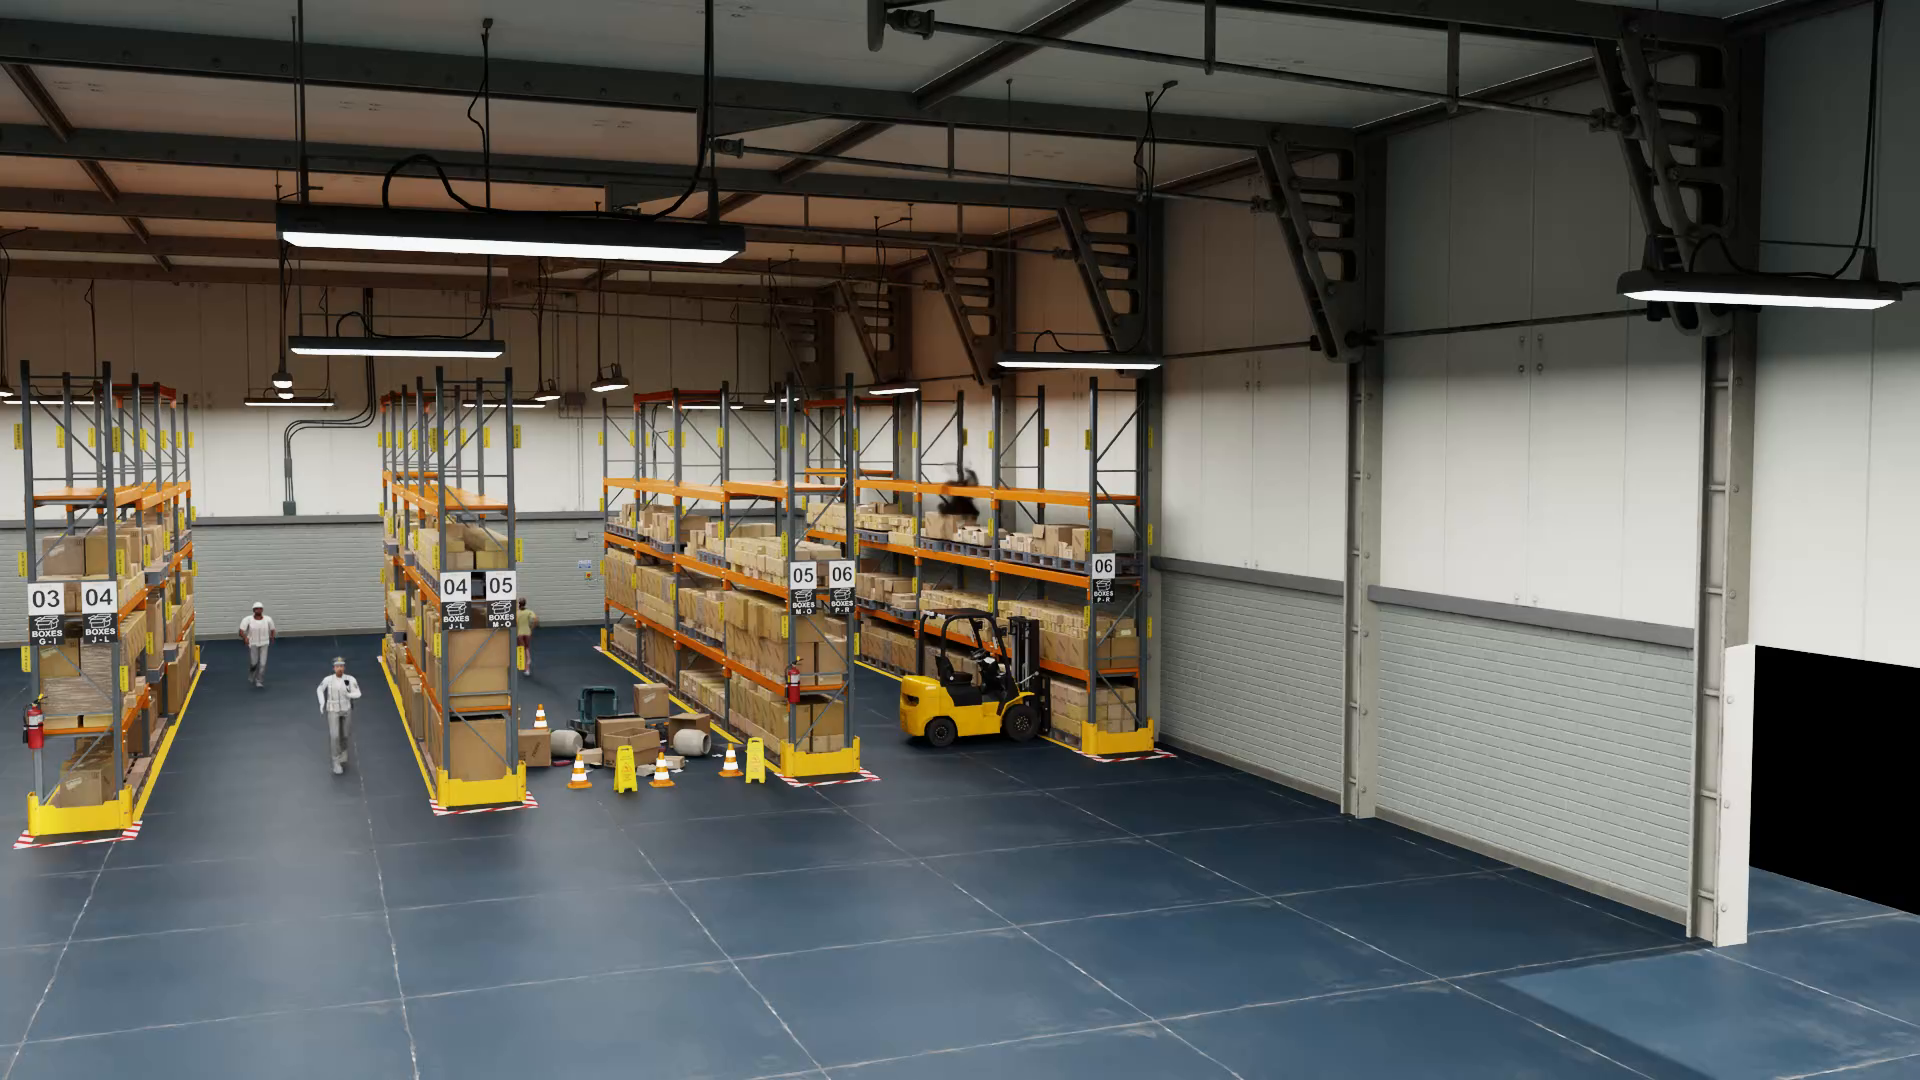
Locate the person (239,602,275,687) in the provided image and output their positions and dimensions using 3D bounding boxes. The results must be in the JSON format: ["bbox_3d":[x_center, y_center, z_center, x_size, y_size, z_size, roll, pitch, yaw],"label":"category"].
[{"bbox_3d":[-14.201,2.117,33.641,0.678,1.719,0.576,-2,4,-33],"label":"person"}]

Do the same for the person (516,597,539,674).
[{"bbox_3d":[-9.311,2.039,35.435,0.554,1.642,0.617,-2,4,-31],"label":"person"}]

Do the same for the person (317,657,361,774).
[{"bbox_3d":[-9.404,2.617,25.221,0.604,1.704,0.893,-2,4,-25],"label":"person"}]
